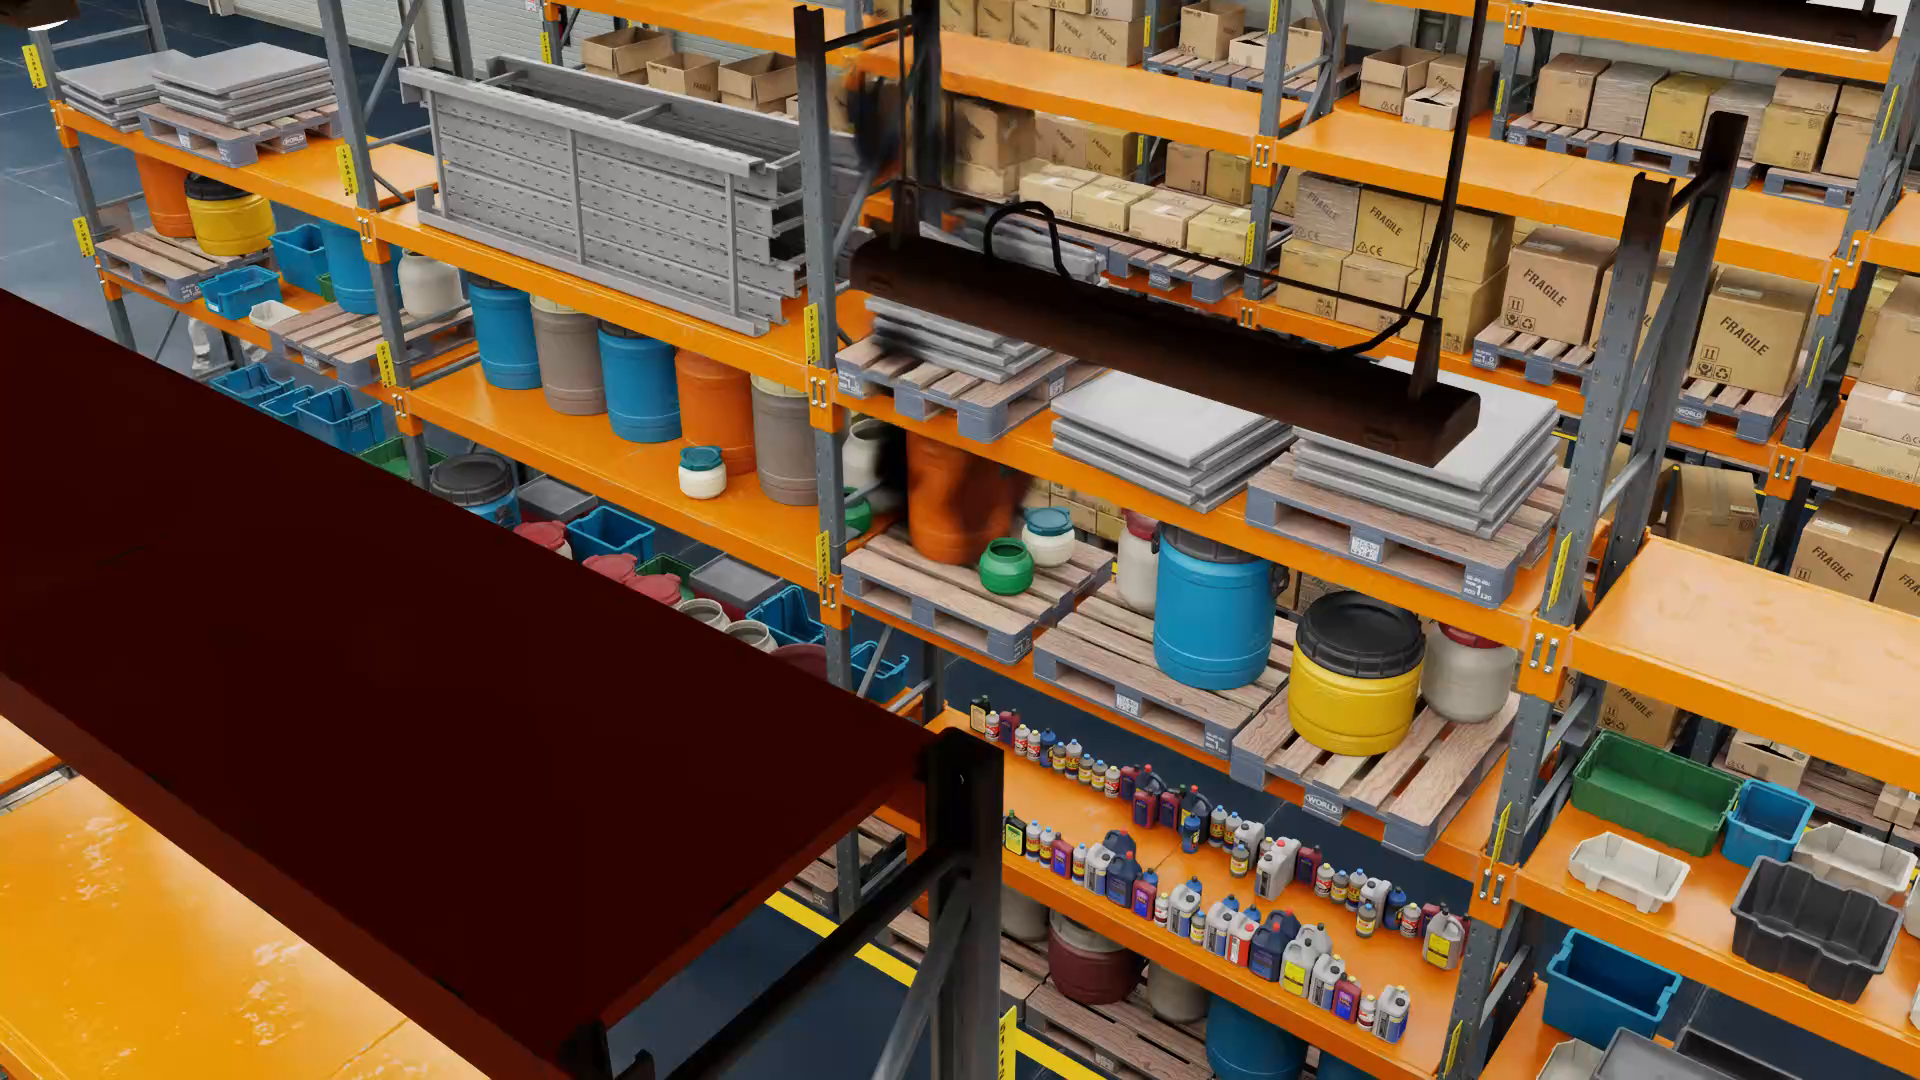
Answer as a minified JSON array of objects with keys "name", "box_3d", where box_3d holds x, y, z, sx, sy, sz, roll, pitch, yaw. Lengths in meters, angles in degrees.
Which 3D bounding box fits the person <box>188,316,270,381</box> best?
[{"name":"person","box_3d":[-7.987,-2.548,17.692,0.910,1.817,0.655,-16,35,-25]}]

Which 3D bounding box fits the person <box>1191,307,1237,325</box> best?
[{"name":"person","box_3d":[2.437,-1.874,16.651,0.609,1.752,0.765,21,37,31]}]

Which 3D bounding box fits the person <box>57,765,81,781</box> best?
[{"name":"person","box_3d":[-5.677,1.587,10.966,0.662,1.750,0.662,14,34,22]}]
